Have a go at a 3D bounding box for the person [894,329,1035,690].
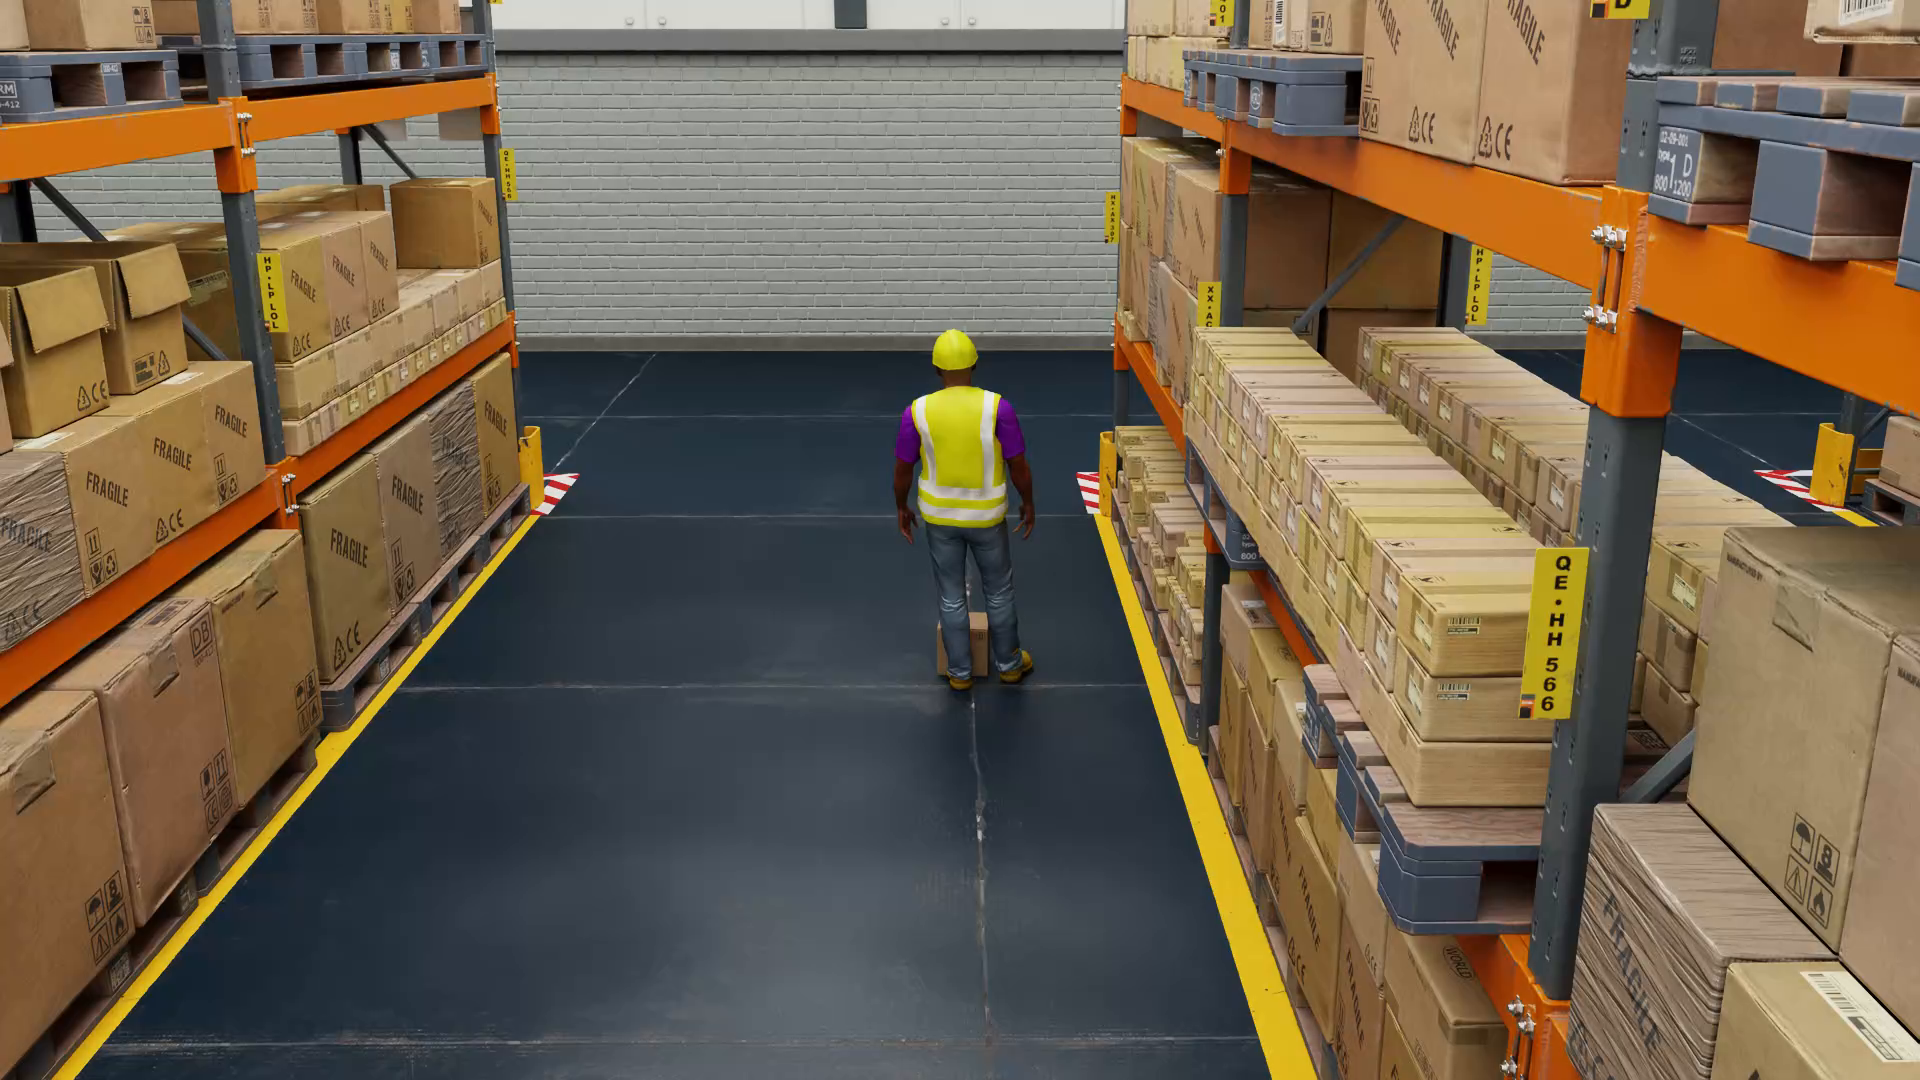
[{"bbox_3d":[0.029,-0.150,7.964,0.665,1.769,0.574,2,17,6],"label":"person"}]
